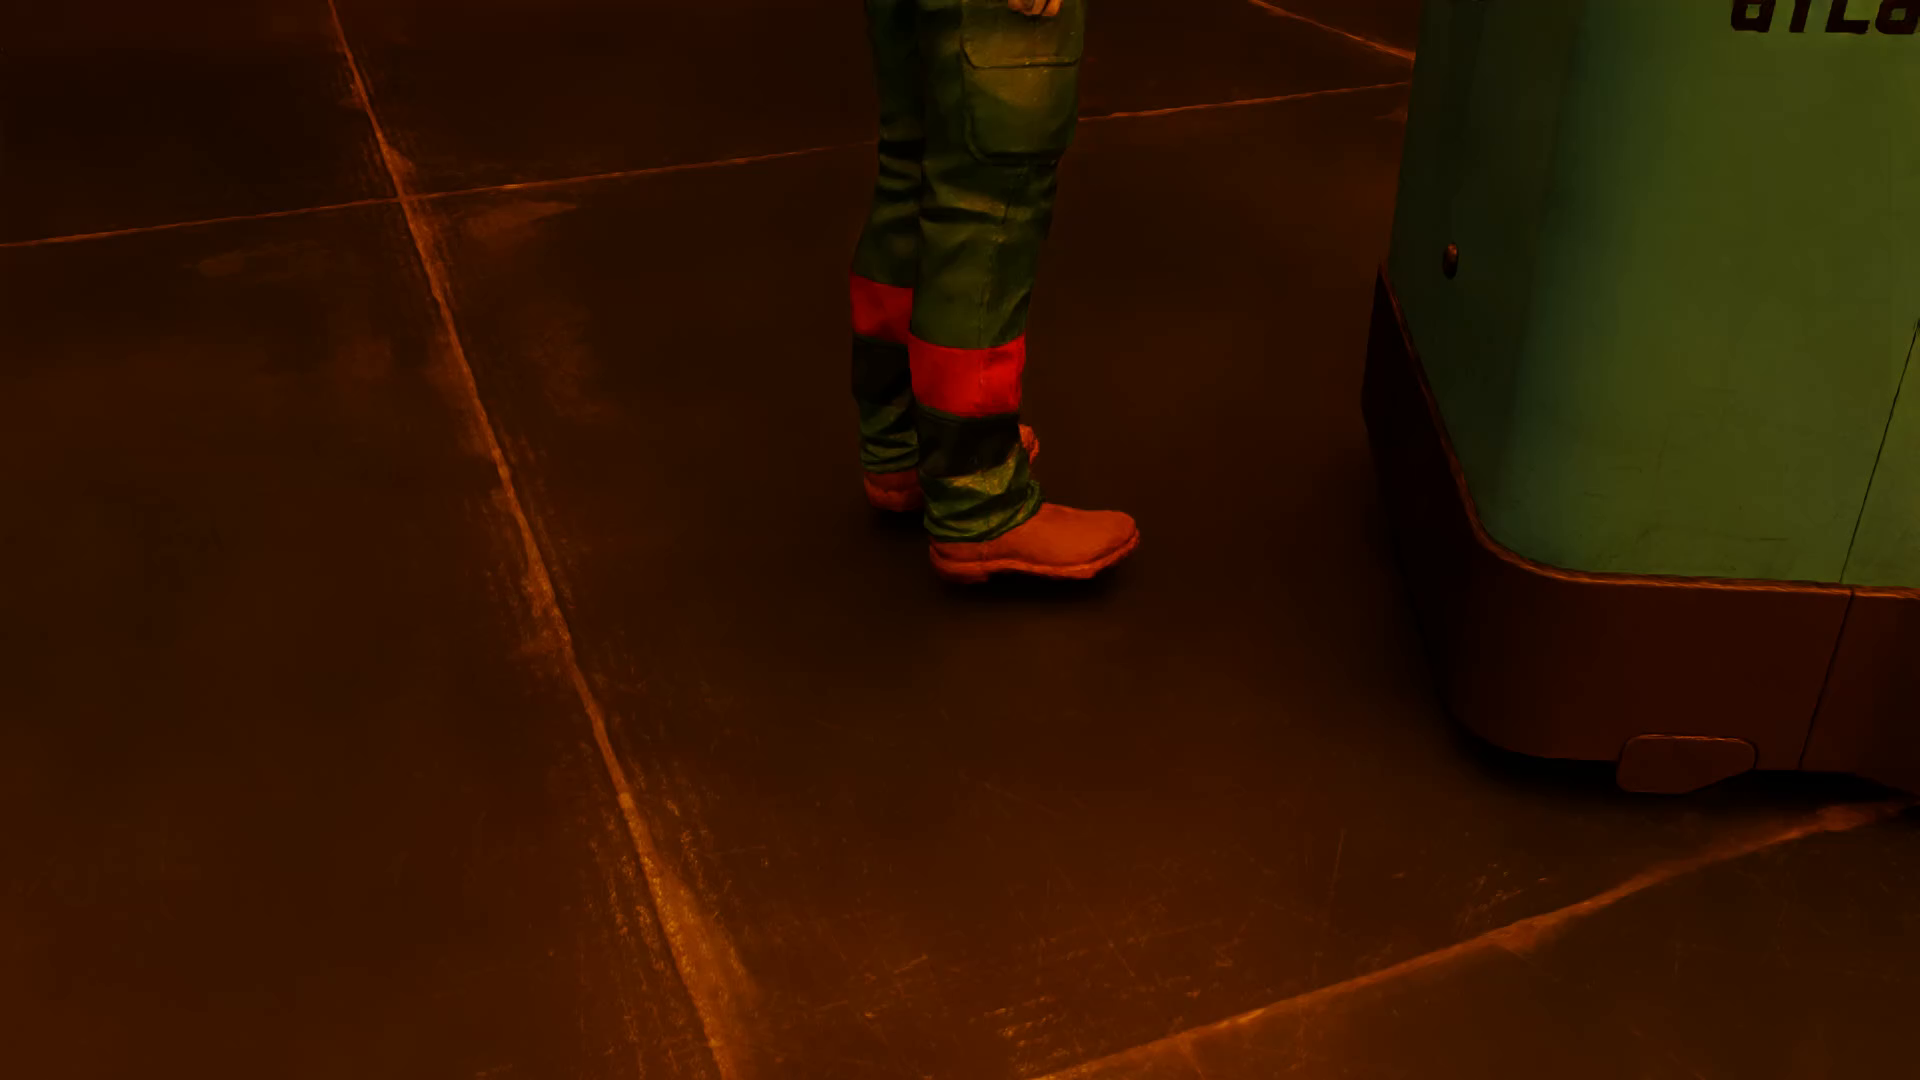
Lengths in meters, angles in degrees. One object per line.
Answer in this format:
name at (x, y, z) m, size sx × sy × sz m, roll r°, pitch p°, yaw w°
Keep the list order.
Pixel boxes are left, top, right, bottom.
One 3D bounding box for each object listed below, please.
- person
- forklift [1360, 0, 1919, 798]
person at (0.019, -0.817, 2.045) m, size 0.349 × 1.795 × 0.540 m, roll -11°, pitch 32°, yaw -19°
forklift at (2.131, -1.155, 1.566) m, size 3.031 × 2.935 × 1.130 m, roll 3°, pitch 30°, yaw 5°
